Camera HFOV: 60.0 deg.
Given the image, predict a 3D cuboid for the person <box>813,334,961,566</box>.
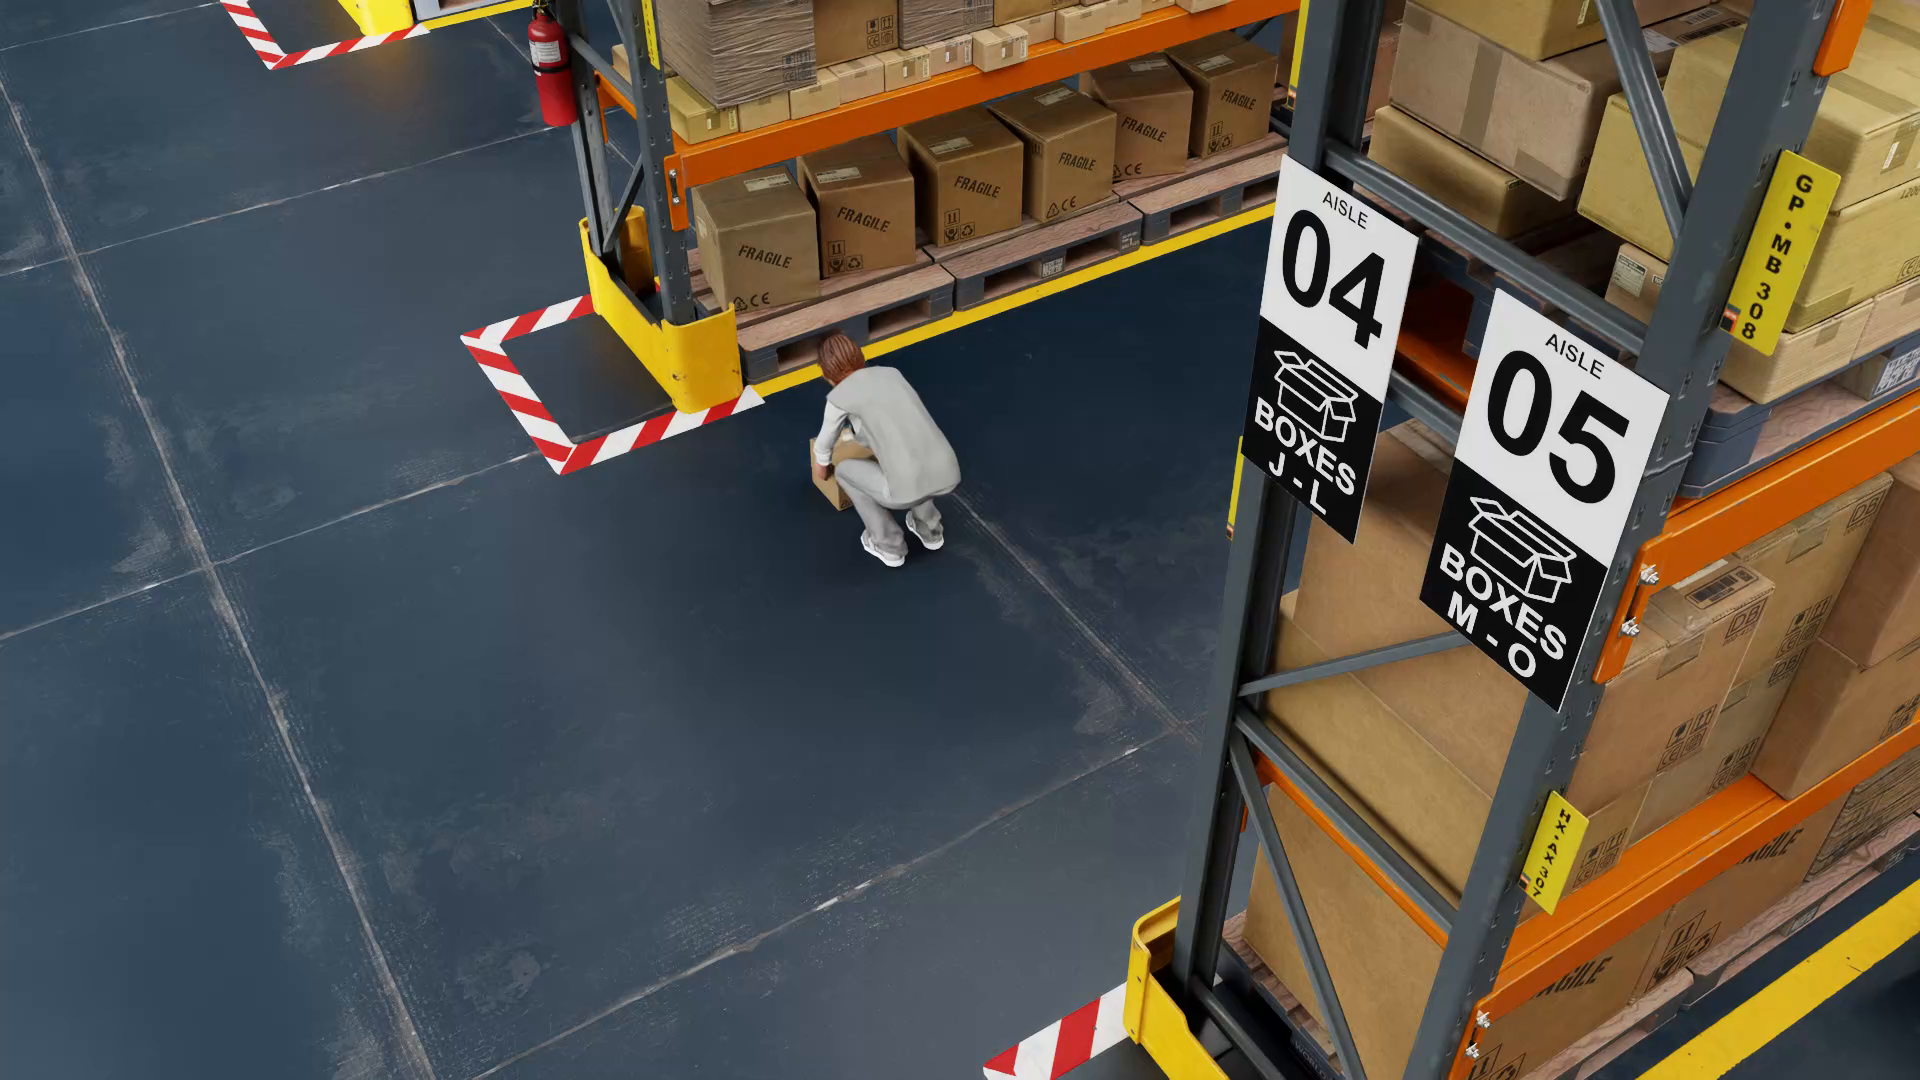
[{"bbox_3d":[-0.323,-0.362,7.117,0.447,0.886,0.795,-23,46,-24],"label":"person"}]
